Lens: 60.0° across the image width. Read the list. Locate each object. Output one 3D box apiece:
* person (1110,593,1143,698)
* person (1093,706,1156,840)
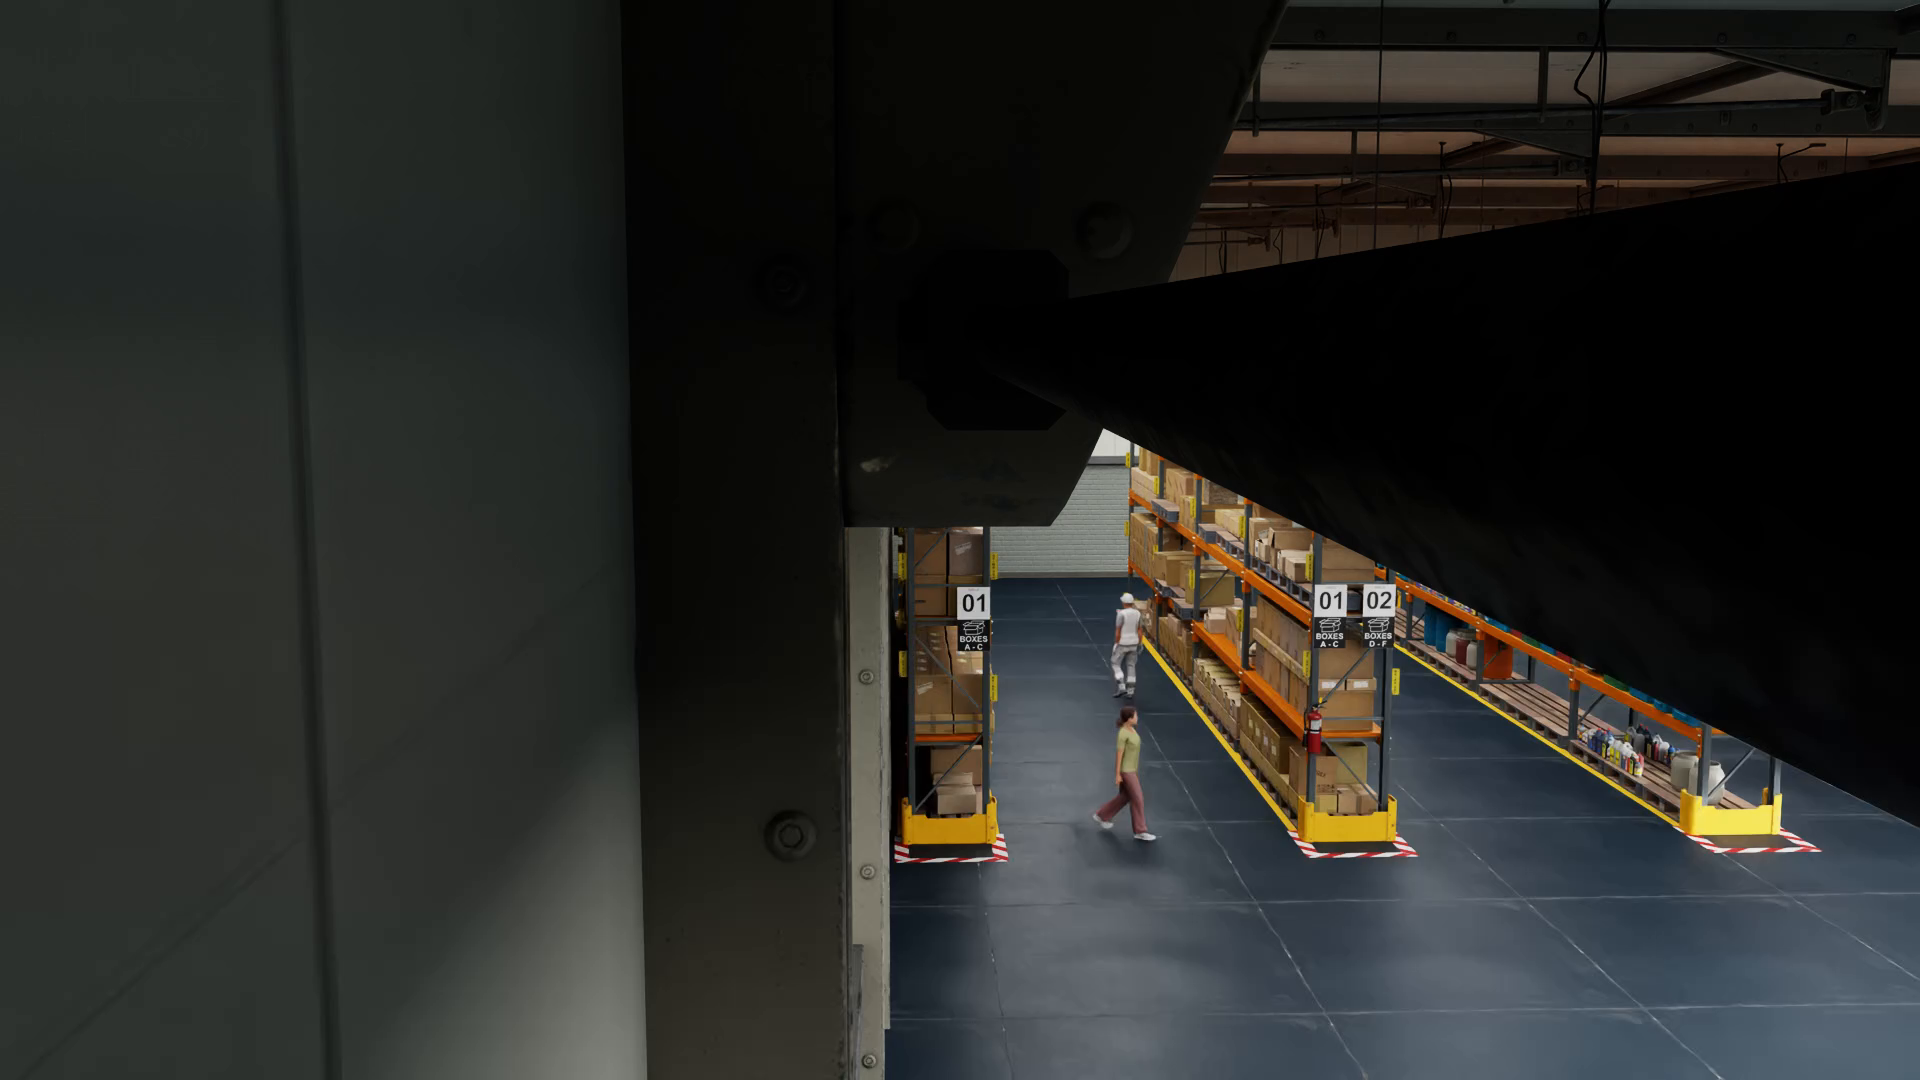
[{"bbox_3d":[2.863,1.808,28.475,0.593,1.802,0.403,-4,8,-27],"label":"person"},{"bbox_3d":[2.063,2.870,20.728,0.868,1.639,0.486,3,8,20],"label":"person"}]
